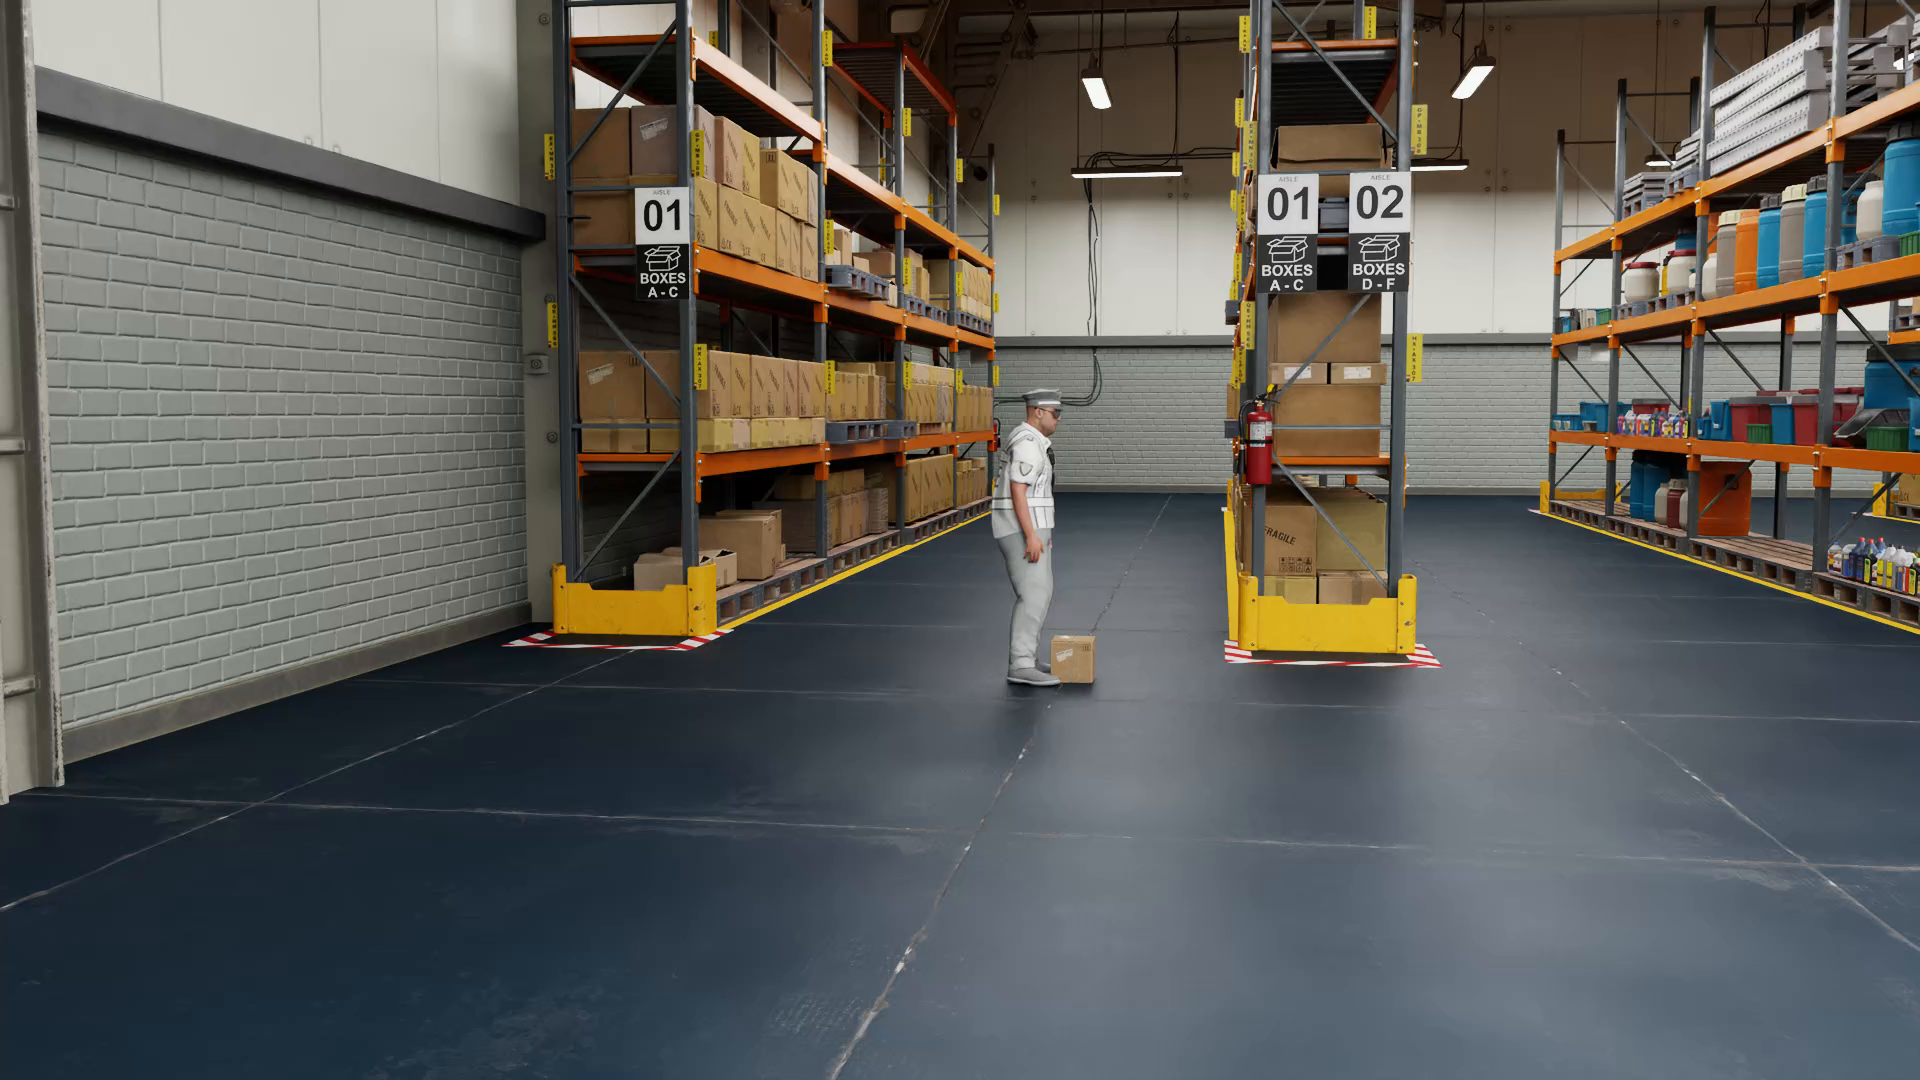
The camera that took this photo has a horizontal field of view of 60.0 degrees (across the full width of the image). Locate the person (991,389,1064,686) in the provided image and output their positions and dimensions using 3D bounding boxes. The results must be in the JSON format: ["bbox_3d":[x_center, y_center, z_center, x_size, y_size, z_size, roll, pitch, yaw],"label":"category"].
[{"bbox_3d":[0.411,-0.033,10.002,0.436,1.748,0.587,1,4,9],"label":"person"}]
